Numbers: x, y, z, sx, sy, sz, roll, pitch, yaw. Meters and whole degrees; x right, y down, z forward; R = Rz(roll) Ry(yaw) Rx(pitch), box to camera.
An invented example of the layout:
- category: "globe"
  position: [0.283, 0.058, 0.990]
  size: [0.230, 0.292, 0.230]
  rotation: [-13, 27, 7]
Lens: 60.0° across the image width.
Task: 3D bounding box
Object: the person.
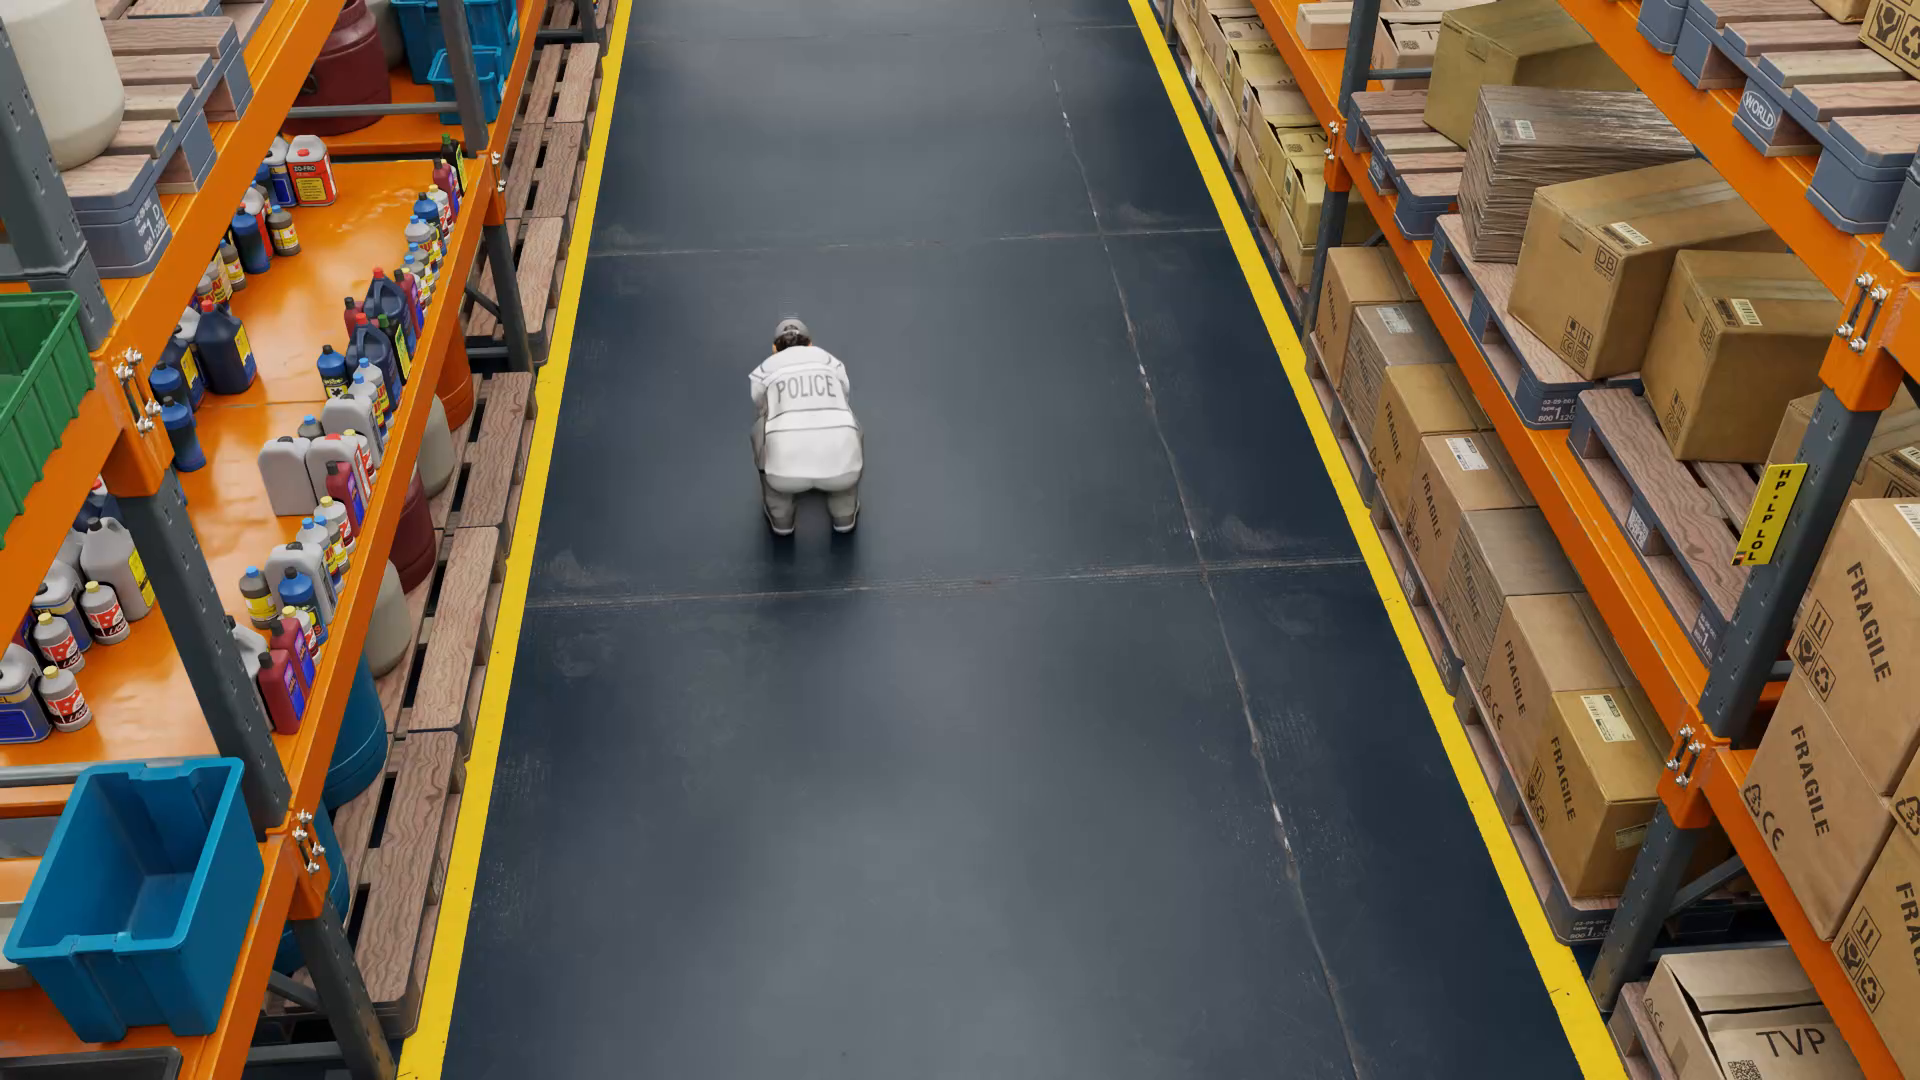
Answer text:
- category: "person"
  position: [-0.692, -0.463, 7.495]
  size: [0.520, 0.797, 0.910]
  rotation: [-4, 40, -5]
